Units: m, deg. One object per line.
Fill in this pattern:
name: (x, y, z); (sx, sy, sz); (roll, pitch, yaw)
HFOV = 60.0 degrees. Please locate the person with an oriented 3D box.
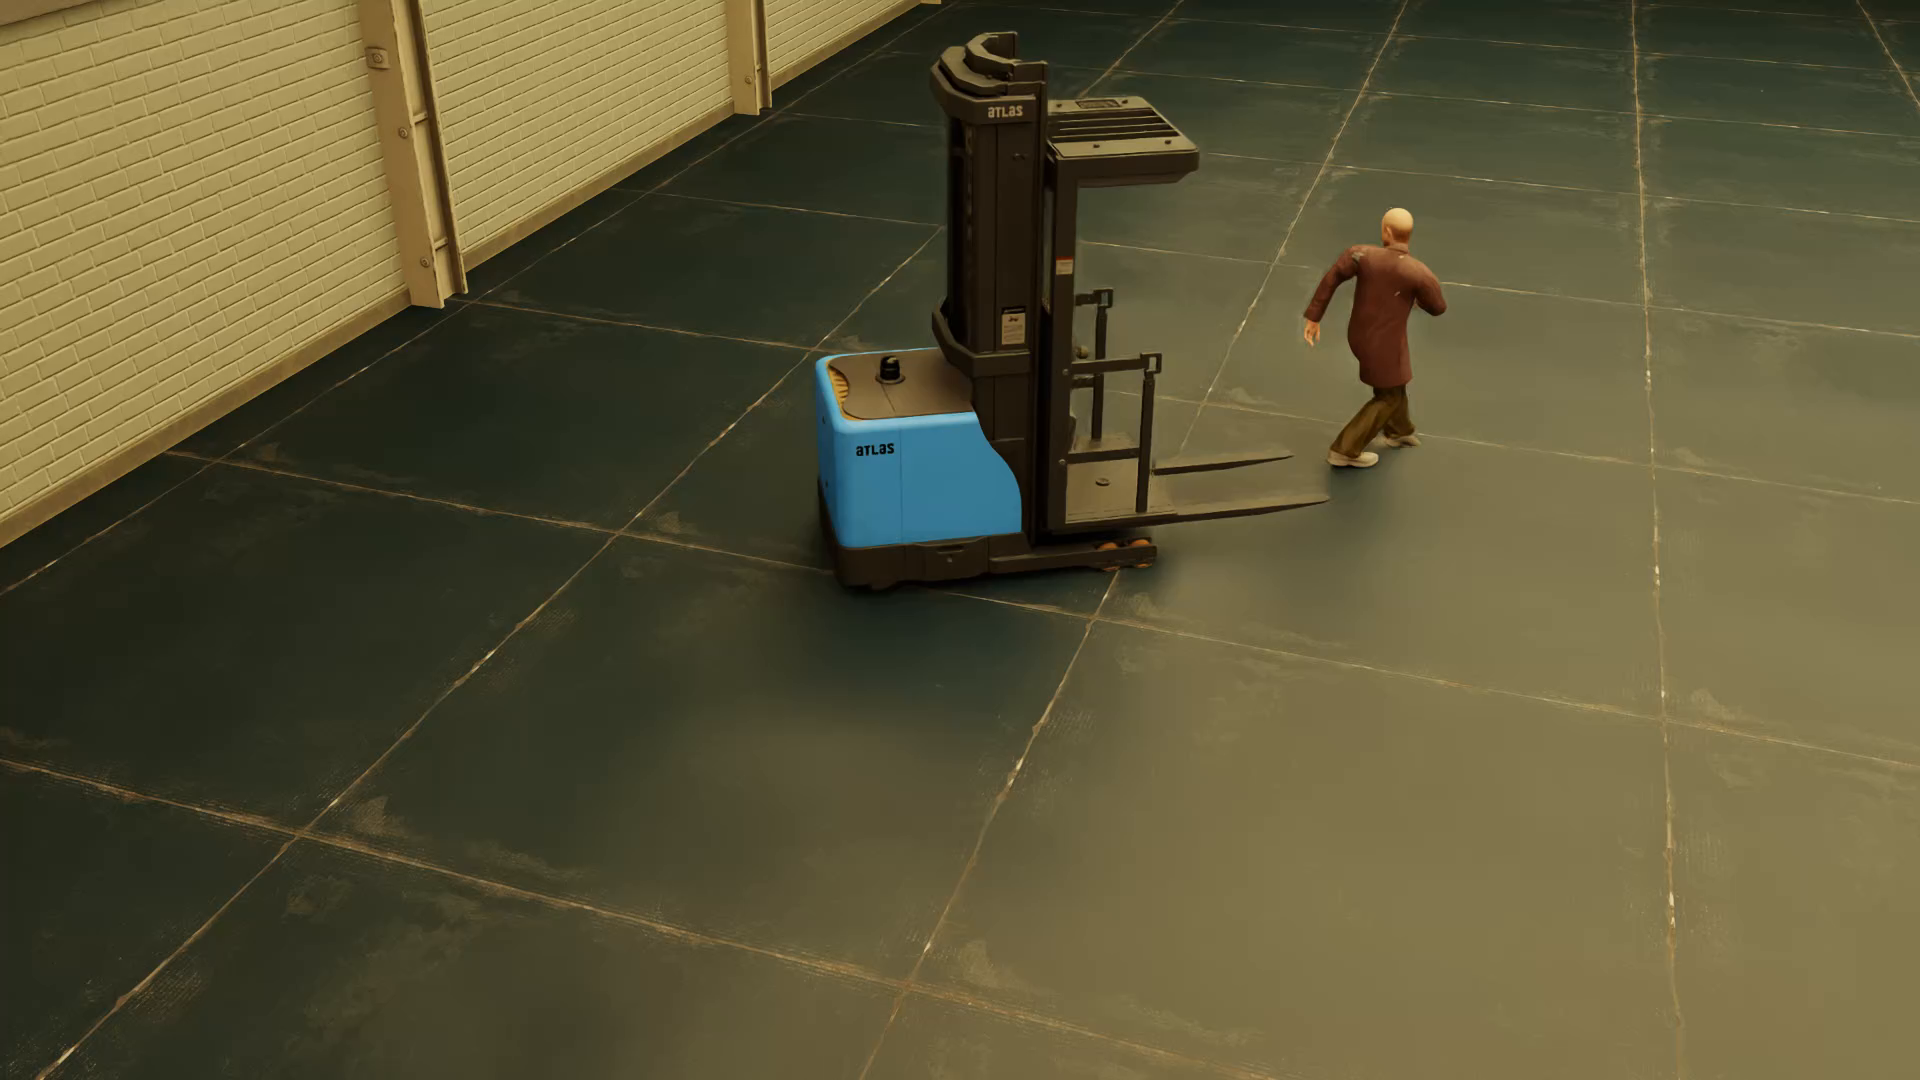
person: (2.716, -1.278, 10.667); (0.966, 1.758, 0.628); (-16, 33, -26)

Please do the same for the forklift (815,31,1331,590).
forklift: (0.698, -1.340, 9.487); (3.031, 2.935, 1.130); (-6, 30, -10)
